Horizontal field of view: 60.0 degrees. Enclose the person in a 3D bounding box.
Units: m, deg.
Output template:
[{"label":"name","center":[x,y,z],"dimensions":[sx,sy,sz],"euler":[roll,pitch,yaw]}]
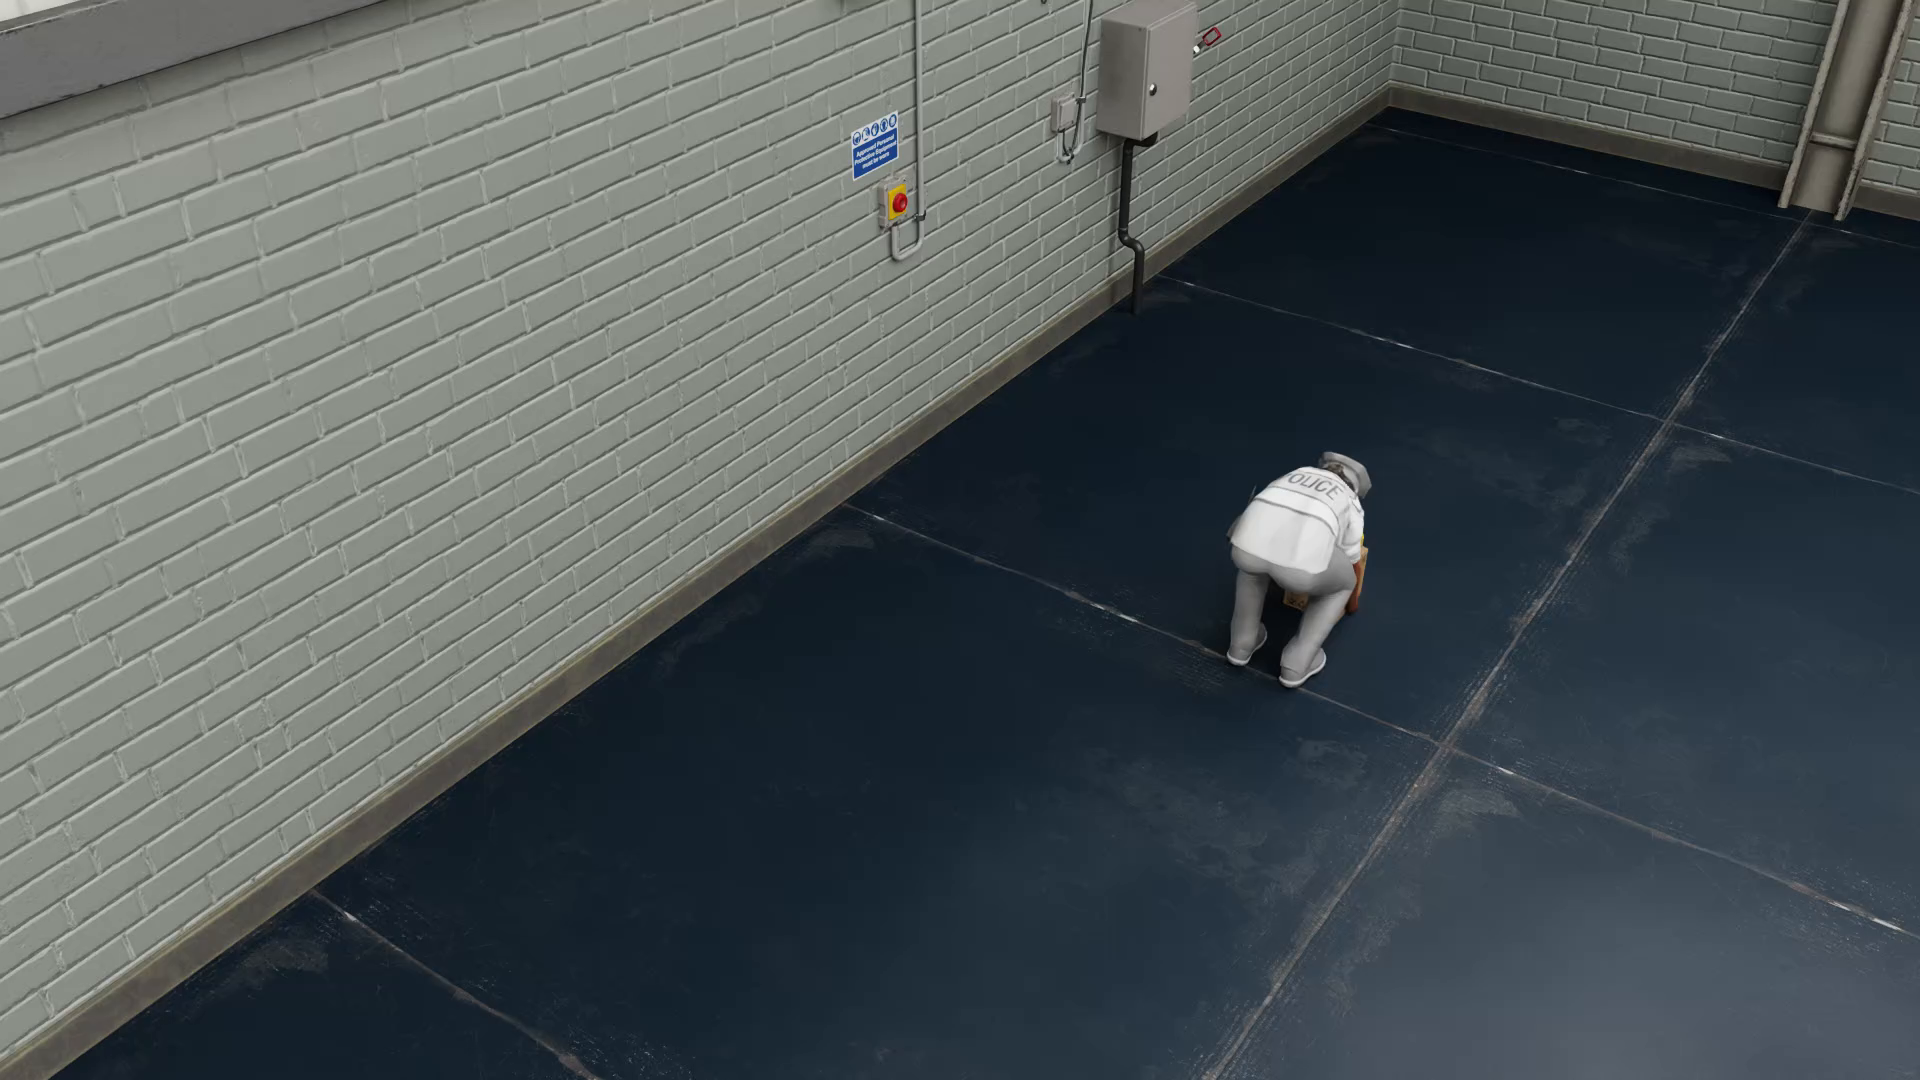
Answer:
[{"label":"person","center":[1.385,0.079,6.761],"dimensions":[0.472,0.850,0.910],"euler":[20,39,26]}]
